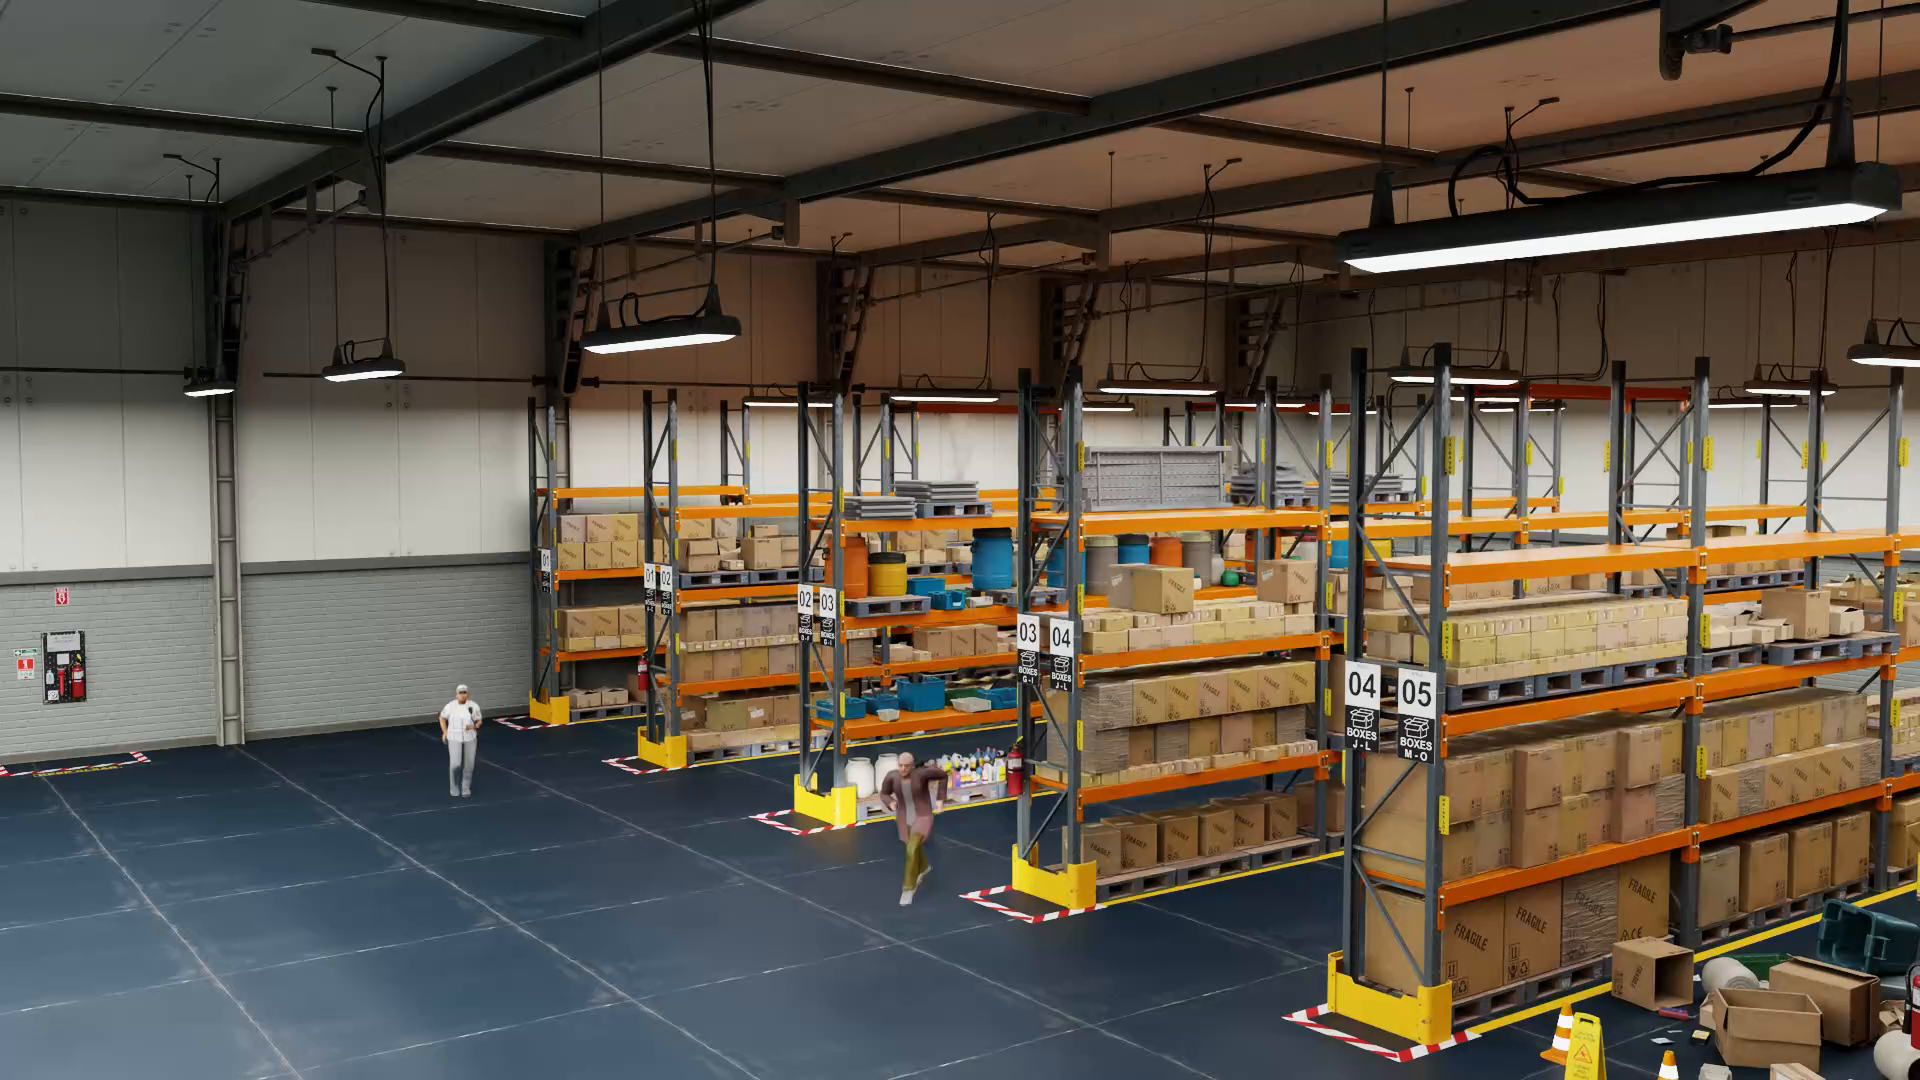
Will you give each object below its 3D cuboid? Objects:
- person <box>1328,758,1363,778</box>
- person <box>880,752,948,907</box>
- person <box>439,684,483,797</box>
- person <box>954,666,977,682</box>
[{"bbox_3d":[5.813,2.772,25.301,0.948,1.793,0.658,-3,5,-42],"label":"person"},{"bbox_3d":[-0.496,3.220,18.876,0.751,1.748,1.073,1,4,16],"label":"person"},{"bbox_3d":[-7.214,2.913,24.089,0.584,1.638,0.637,-1,4,-22],"label":"person"},{"bbox_3d":[0.194,2.471,32.203,0.578,1.618,0.582,-3,4,-40],"label":"person"}]
